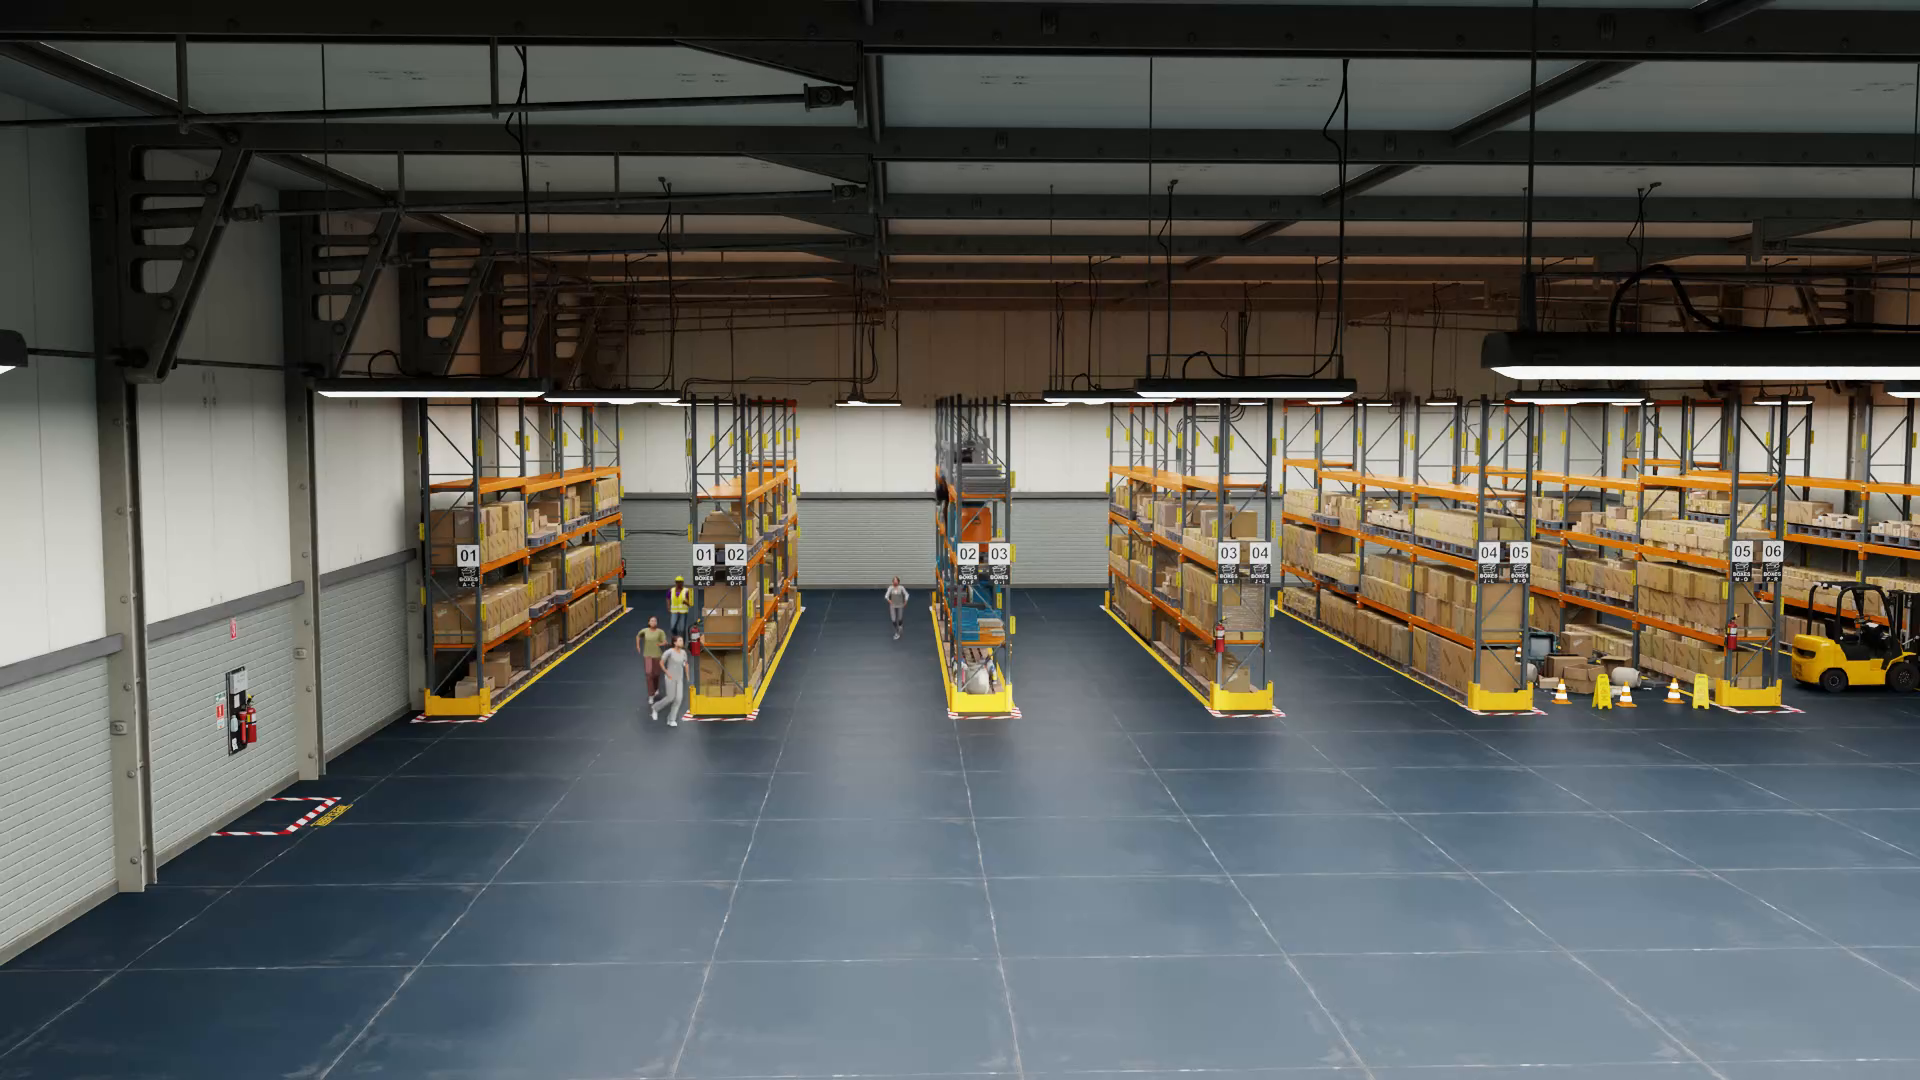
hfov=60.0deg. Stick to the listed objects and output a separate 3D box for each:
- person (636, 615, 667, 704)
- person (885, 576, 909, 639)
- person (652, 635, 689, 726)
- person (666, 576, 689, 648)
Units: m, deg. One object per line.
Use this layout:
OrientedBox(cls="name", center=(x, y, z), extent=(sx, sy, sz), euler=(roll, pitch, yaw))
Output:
OrientedBox(cls="person", center=(-6.041, 2.320, 32.673), extent=(0.579, 1.686, 0.886), euler=(-1, 5, -15))
OrientedBox(cls="person", center=(-1.583, 1.686, 41.507), extent=(0.595, 1.558, 0.526), euler=(0, 4, 1))
OrientedBox(cls="person", center=(-5.213, 2.531, 30.288), extent=(0.671, 1.625, 0.637), euler=(4, 6, 43))
OrientedBox(cls="person", center=(-6.652, 1.755, 39.334), extent=(0.676, 1.794, 0.684), euler=(0, 4, 0))
